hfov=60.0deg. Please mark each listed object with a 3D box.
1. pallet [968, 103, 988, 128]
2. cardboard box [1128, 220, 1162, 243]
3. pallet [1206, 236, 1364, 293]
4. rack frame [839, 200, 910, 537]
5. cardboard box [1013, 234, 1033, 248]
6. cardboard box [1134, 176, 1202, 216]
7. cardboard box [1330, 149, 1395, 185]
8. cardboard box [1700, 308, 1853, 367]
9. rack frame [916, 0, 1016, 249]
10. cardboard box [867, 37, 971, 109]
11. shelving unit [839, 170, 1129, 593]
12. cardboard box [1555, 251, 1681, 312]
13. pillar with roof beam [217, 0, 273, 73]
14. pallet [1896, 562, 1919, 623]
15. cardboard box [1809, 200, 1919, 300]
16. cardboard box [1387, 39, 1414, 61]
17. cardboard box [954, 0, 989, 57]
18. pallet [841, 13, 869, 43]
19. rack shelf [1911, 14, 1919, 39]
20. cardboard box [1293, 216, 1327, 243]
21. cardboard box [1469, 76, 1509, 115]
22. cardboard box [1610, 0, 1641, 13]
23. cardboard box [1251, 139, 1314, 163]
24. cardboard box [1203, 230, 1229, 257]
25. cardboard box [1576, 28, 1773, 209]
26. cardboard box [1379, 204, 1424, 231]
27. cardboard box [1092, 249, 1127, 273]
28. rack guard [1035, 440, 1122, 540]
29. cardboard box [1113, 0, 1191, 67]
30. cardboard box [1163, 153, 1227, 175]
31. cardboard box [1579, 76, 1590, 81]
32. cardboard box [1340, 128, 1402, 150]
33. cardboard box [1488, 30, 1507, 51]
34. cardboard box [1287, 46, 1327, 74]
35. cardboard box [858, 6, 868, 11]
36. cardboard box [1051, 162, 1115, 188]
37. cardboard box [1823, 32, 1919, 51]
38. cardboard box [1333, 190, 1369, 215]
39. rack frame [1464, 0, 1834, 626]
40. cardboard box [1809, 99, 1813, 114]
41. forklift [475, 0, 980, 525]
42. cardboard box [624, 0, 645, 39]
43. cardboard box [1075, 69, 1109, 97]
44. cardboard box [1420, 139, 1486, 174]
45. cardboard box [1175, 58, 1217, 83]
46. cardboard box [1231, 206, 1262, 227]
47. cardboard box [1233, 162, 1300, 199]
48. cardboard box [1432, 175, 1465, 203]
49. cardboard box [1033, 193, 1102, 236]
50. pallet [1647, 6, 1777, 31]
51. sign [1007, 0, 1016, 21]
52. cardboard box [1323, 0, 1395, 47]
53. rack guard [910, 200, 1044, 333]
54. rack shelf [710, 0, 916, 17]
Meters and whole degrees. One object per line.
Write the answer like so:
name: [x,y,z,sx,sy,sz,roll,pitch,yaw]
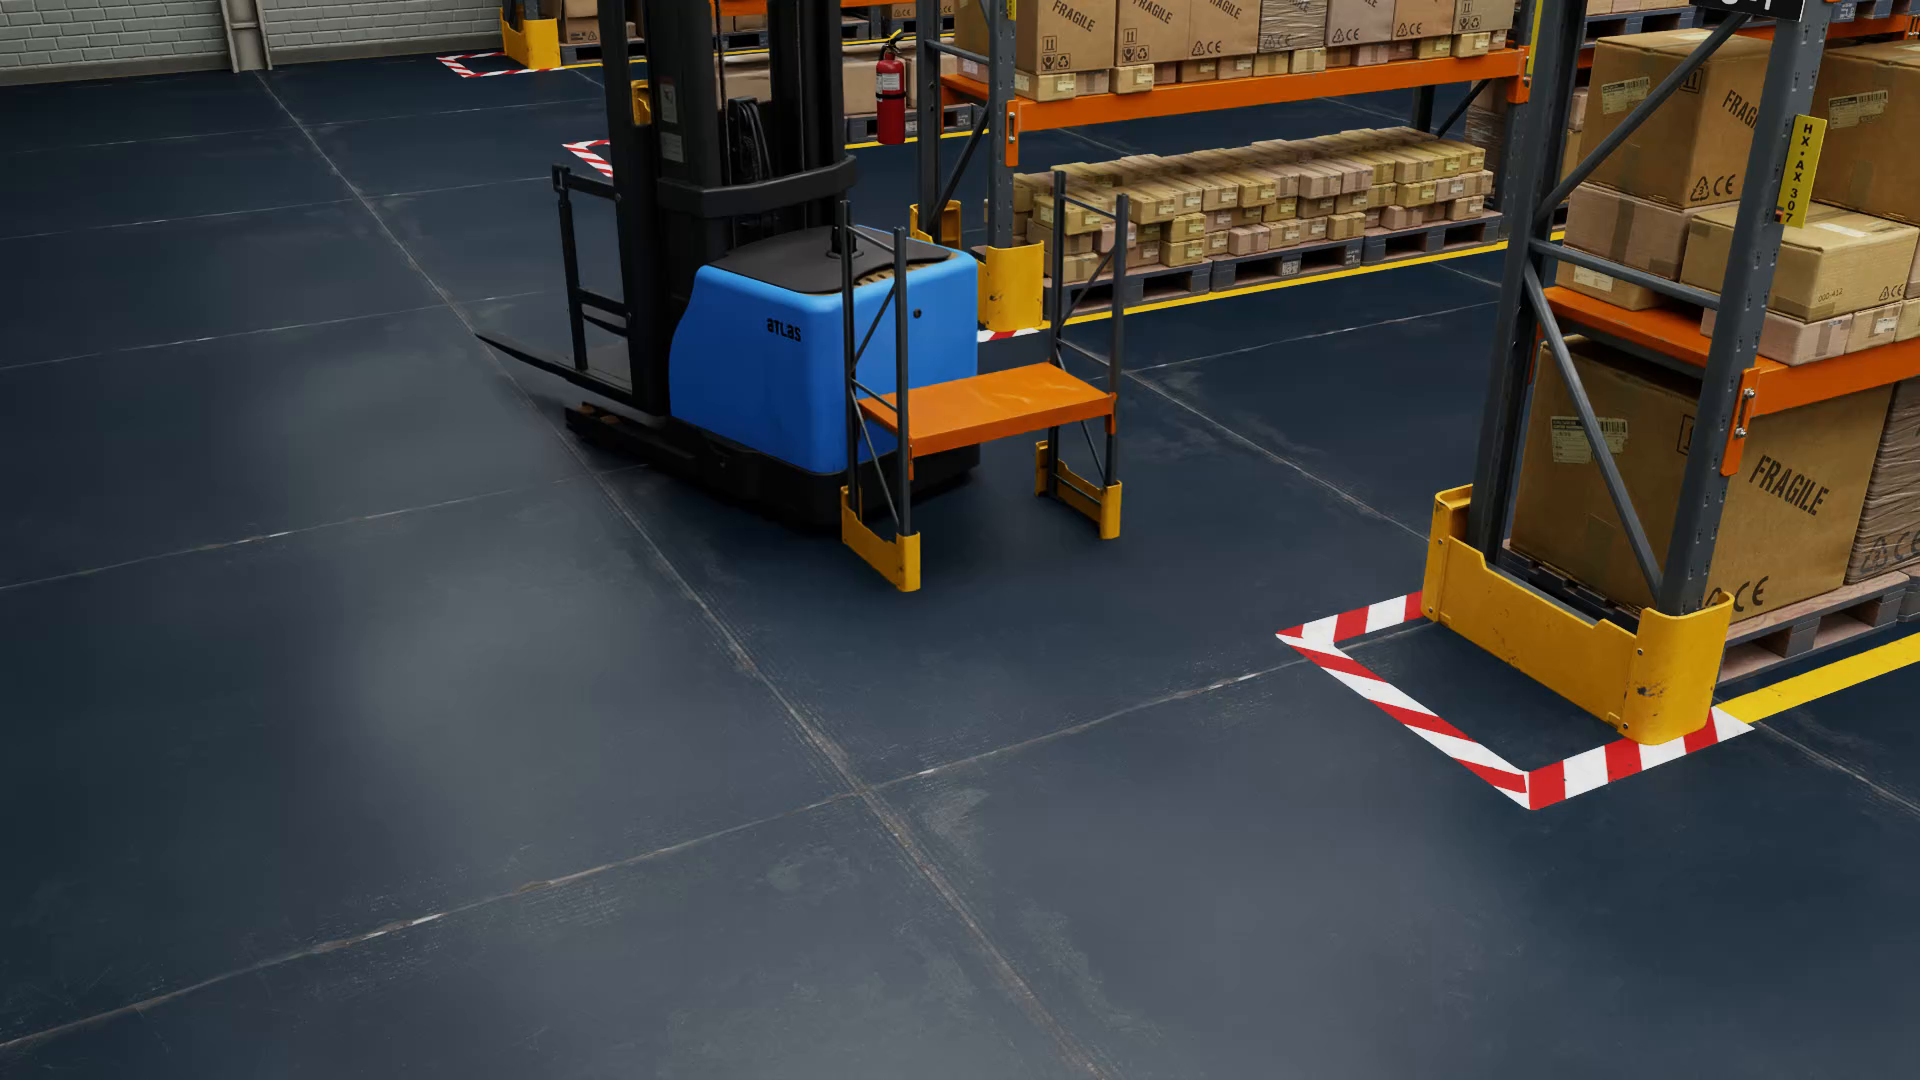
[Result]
pallet: [0.425,-4.110,15.566,1.213,0.211,1.003,-13,29,-25]
cardboard box: [1.047,-1.972,10.356,0.250,0.149,0.380,-13,28,-24]
pallet: [1.897,-1.964,11.097,1.213,0.211,1.003,-13,29,-25]
rack frame: [-0.339,-0.575,6.715,0.032,1.500,0.500,-14,29,-27]
cardboard box: [0.388,-1.898,10.546,0.250,0.149,0.380,-12,28,-24]
cardboard box: [1.293,-2.143,10.369,0.250,0.149,0.380,-15,29,-28]
cardboard box: [2.671,-2.479,11.068,0.250,0.149,0.380,-12,28,-23]
cardboard box: [2.735,-0.725,5.585,0.250,0.149,0.380,-13,28,-25]
rack frame: [0.022,-2.807,9.631,0.127,3.000,1.000,-13,29,-25]
cardboard box: [-0.261,-4.256,15.125,0.875,0.438,0.875,-14,29,-27]
shelving unit: [0.092,-0.684,6.942,1.083,1.500,0.587,-14,29,-27]
cardboard box: [2.426,-0.977,6.110,0.250,0.149,0.380,-12,28,-24]
pillar with roof beam: [-5.513,-7.427,12.323,0.400,9.000,9.100,-13,29,-25]
pallet: [4.010,-0.075,7.162,1.213,0.211,1.003,-13,29,-25]
cardboard box: [3.273,-1.062,5.825,0.500,0.250,0.500,-13,29,-26]
cardboard box: [2.710,-3.209,10.758,0.250,0.149,0.380,-14,29,-27]
cardboard box: [0.297,-3.176,9.940,0.500,0.500,0.500,-12,28,-24]
pallet: [-1.813,-5.990,19.482,1.213,0.211,1.003,-13,29,-25]
rack shelf: [8.845,-4.519,14.029,4.000,0.370,1.077,-13,29,-25]
cardboard box: [2.190,-2.078,10.920,0.250,0.149,0.380,-12,28,-24]
cardboard box: [4.089,-3.271,12.133,0.500,0.250,0.500,-14,29,-26]
cardboard box: [4.357,-3.661,11.215,0.250,0.149,0.380,-13,28,-24]
cardboard box: [2.196,-2.617,11.356,0.250,0.149,0.380,-12,28,-24]
cardboard box: [1.500,-1.932,10.617,0.250,0.149,0.380,-13,29,-25]
cardboard box: [2.573,-1.496,5.864,0.500,0.500,0.500,-13,28,-24]
cardboard box: [2.894,-2.216,11.209,0.250,0.149,0.380,-14,29,-27]
cardboard box: [0.827,-1.780,10.301,0.250,0.149,0.380,-13,29,-25]
rack guard: [0.522,-0.229,7.439,0.087,0.250,0.587,-14,29,-27]
cardboard box: [1.008,-3.091,9.763,0.500,0.500,0.500,-13,29,-25]
cardboard box: [1.541,-2.430,10.968,0.250,0.149,0.380,-14,29,-27]
cardboard box: [4.796,-3.181,11.947,0.500,0.250,0.500,-12,28,-24]
cardboard box: [2.879,-2.770,11.674,0.250,0.149,0.380,-12,28,-23]
cardboard box: [3.409,-3.361,11.075,0.250,0.149,0.380,-13,29,-26]
cardboard box: [2.064,-3.015,10.354,0.250,0.149,0.380,-12,28,-24]
cardboard box: [-0.912,-6.662,20.063,0.500,0.500,0.500,-13,29,-25]
cardboard box: [0.787,-2.315,10.726,0.250,0.149,0.380,-14,29,-26]
cardboard box: [7.660,-3.701,13.607,0.750,0.750,1.050,-13,29,-26]
cardboard box: [2.479,-2.280,10.999,0.250,0.149,0.380,-12,28,-24]
rack frame: [2.267,-0.892,5.643,0.127,3.000,1.000,-13,29,-25]
cardboard box: [6.163,-3.161,12.770,0.500,0.500,0.500,-12,28,-23]
forklift: [-1.326,-1.914,7.850,3.031,2.935,1.130,22,33,38]
cardboard box: [-3.379,-5.882,18.438,0.500,0.500,0.700,-12,28,-23]
cardboard box: [0.667,-2.702,9.703,0.250,0.149,0.380,-12,28,-23]
cardboard box: [3.360,-2.622,11.367,0.250,0.149,0.380,-12,28,-24]
cardboard box: [1.345,-2.888,10.089,0.250,0.149,0.380,-13,29,-26]
cardboard box: [1.734,-2.144,10.715,0.250,0.149,0.380,-11,28,-22]
cardboard box: [1.973,-2.320,10.737,0.250,0.149,0.380,-13,29,-25]
cardboard box: [3.190,-2.415,11.278,0.250,0.149,0.380,-14,29,-28]
cardboard box: [0.644,-1.956,9.980,0.250,0.149,0.380,-14,29,-27]
pallet: [5.353,-3.931,12.194,1.213,0.211,1.003,-13,29,-25]
sign: [0.277,-2.990,9.012,0.005,0.325,0.100,-13,29,-25]
cardboard box: [2.359,-3.388,10.382,0.500,0.500,0.500,-13,29,-25]
rack guard: [0.089,-1.696,10.204,0.348,0.500,1.175,-13,29,-25]
rack shelf: [-0.632,-4.760,14.530,4.000,0.370,1.077,-13,29,-25]
